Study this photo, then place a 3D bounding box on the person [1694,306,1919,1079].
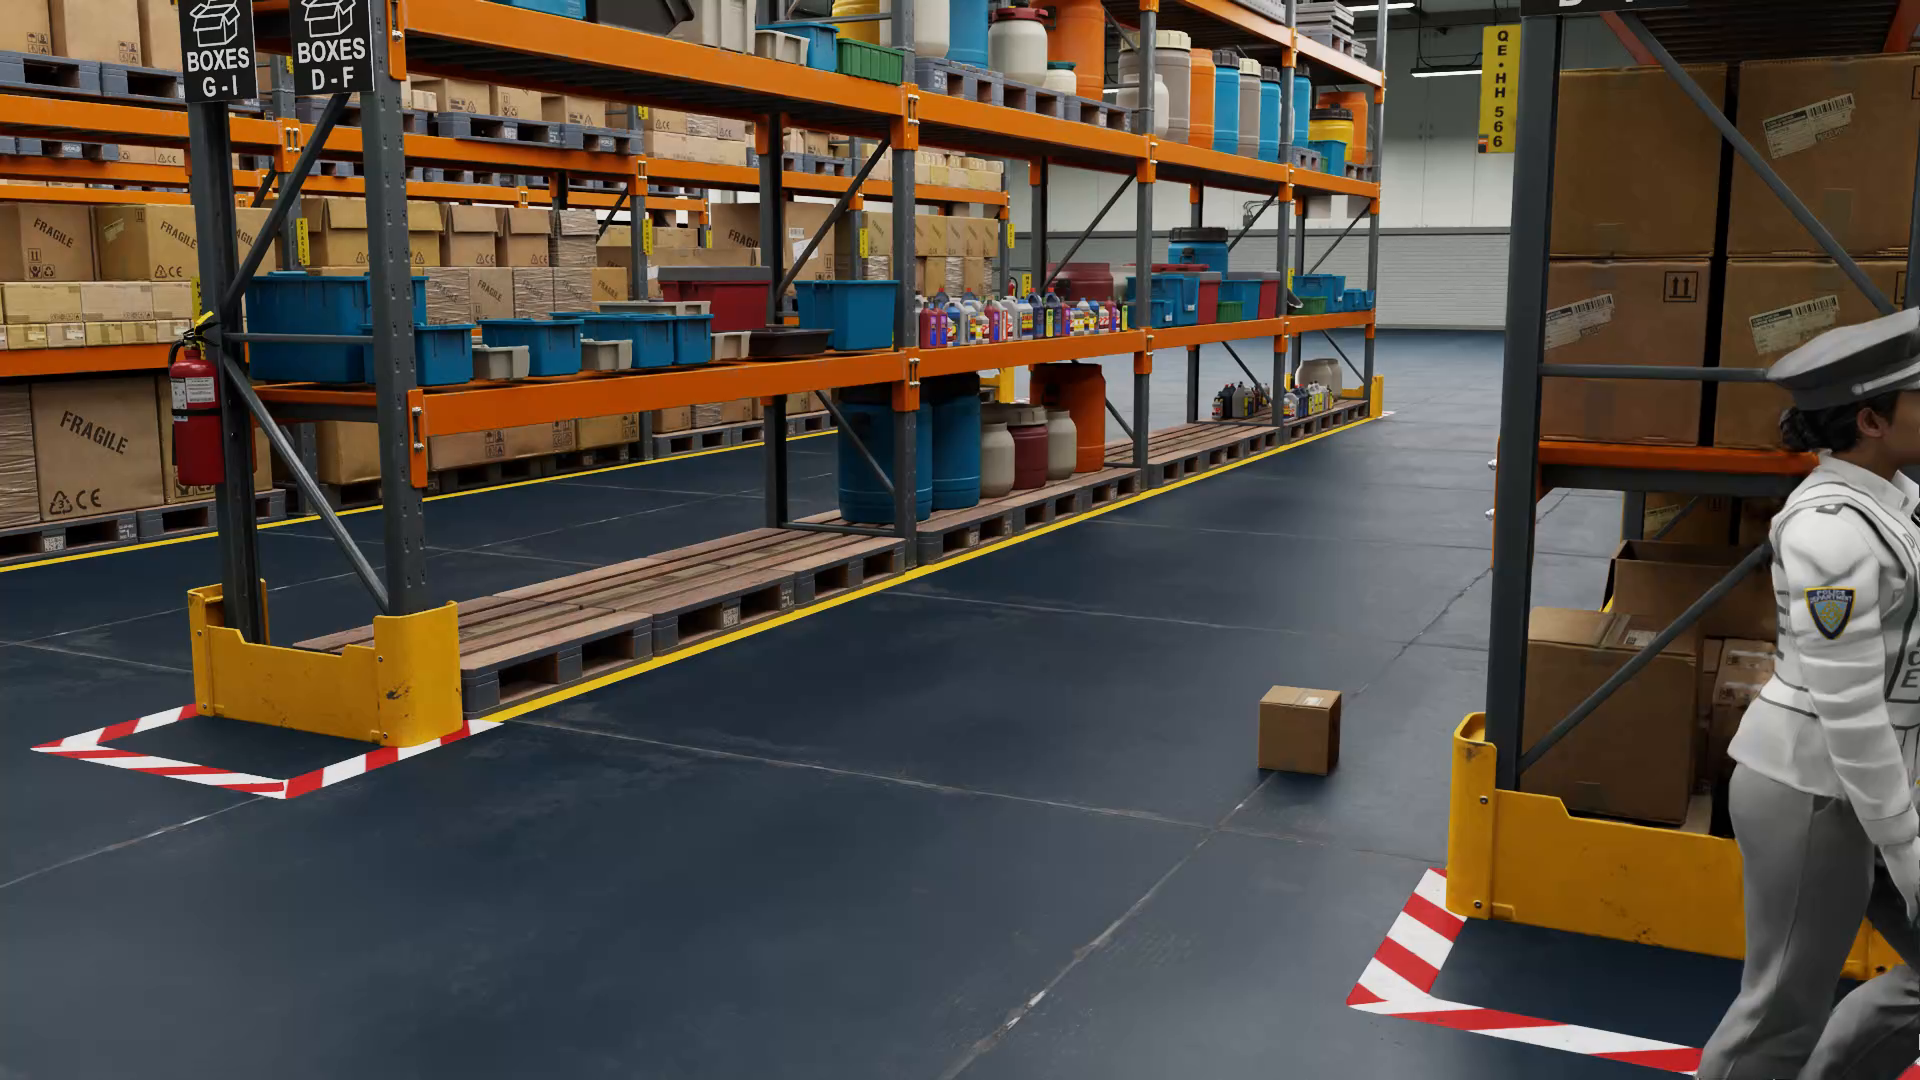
[{"bbox_3d":[1.541,0.463,2.880,0.444,1.723,0.491,7,12,39],"label":"person"}]
